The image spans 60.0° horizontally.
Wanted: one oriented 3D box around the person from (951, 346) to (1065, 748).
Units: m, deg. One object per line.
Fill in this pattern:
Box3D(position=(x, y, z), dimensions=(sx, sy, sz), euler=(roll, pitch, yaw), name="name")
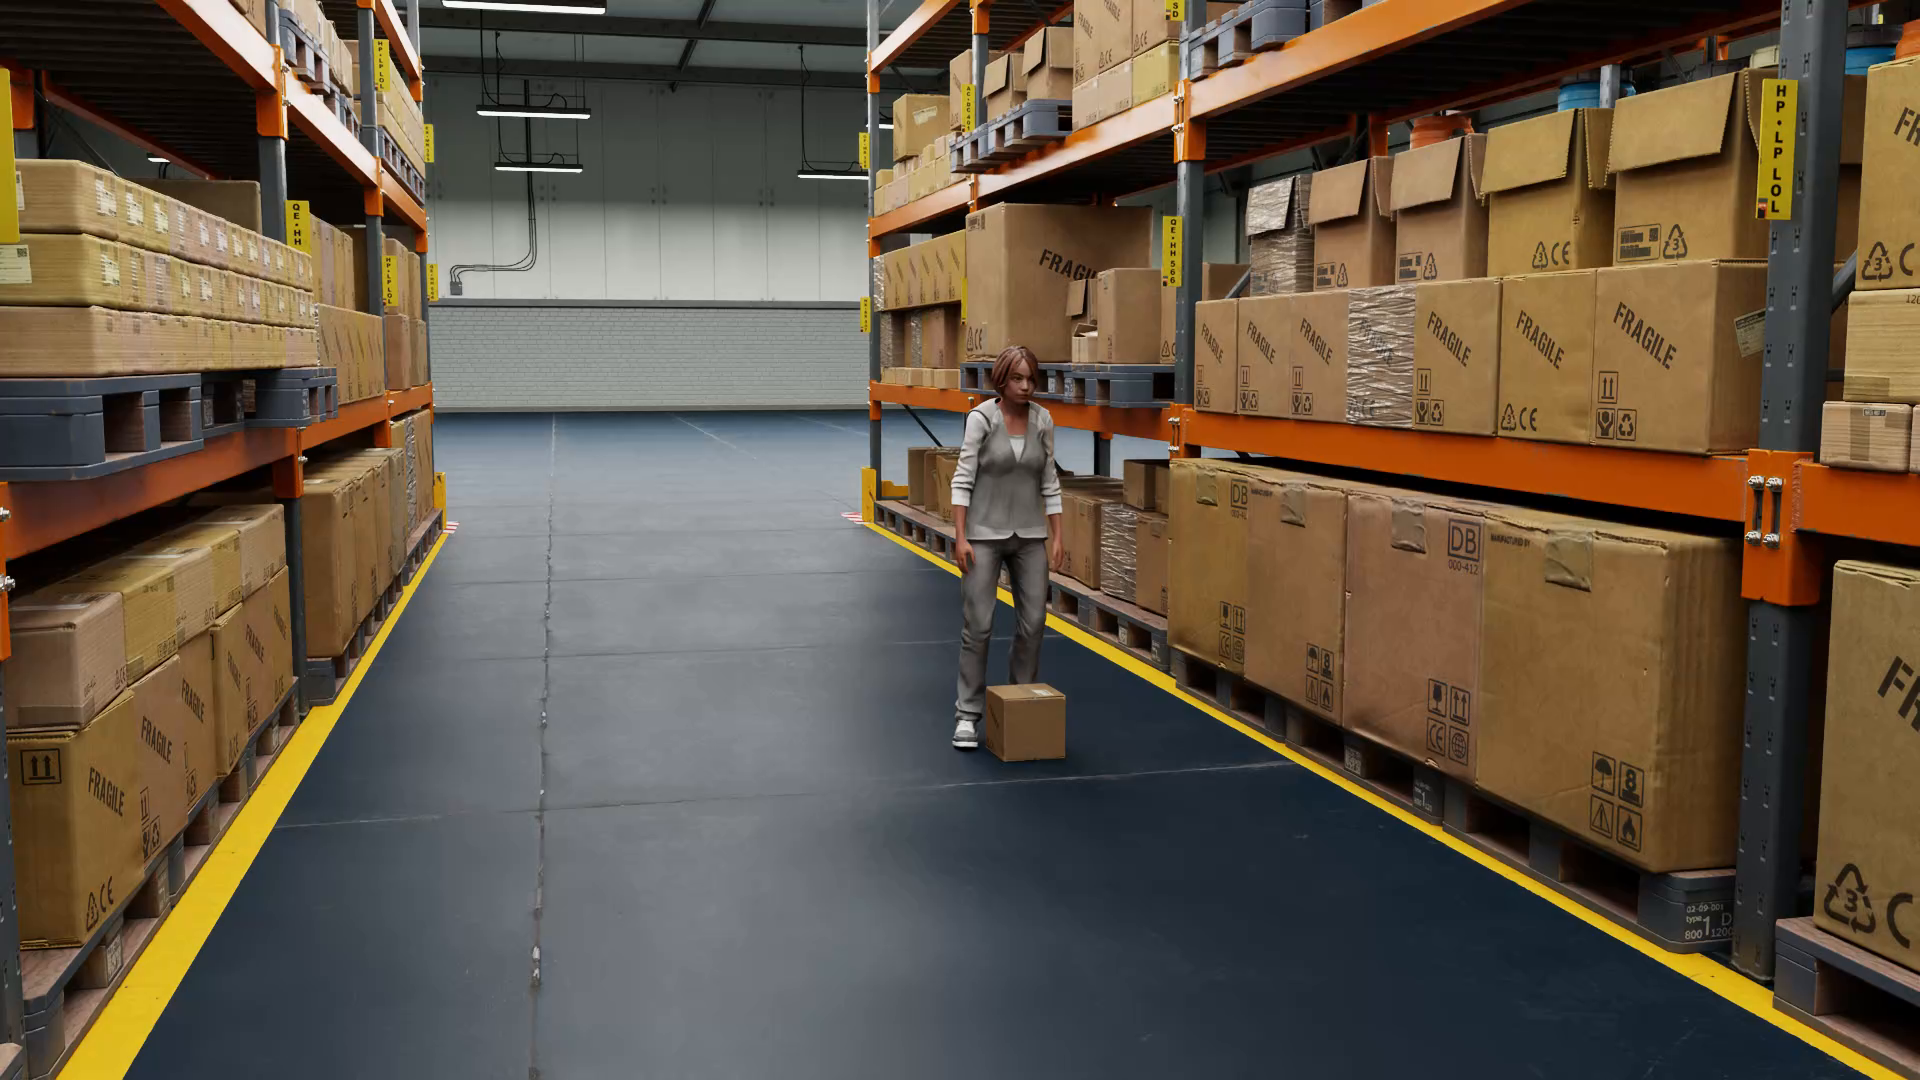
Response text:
Box3D(position=(0.185, 0.022, 6.676), dimensions=(0.485, 1.594, 0.340), euler=(-2, 7, -16), name="person")
